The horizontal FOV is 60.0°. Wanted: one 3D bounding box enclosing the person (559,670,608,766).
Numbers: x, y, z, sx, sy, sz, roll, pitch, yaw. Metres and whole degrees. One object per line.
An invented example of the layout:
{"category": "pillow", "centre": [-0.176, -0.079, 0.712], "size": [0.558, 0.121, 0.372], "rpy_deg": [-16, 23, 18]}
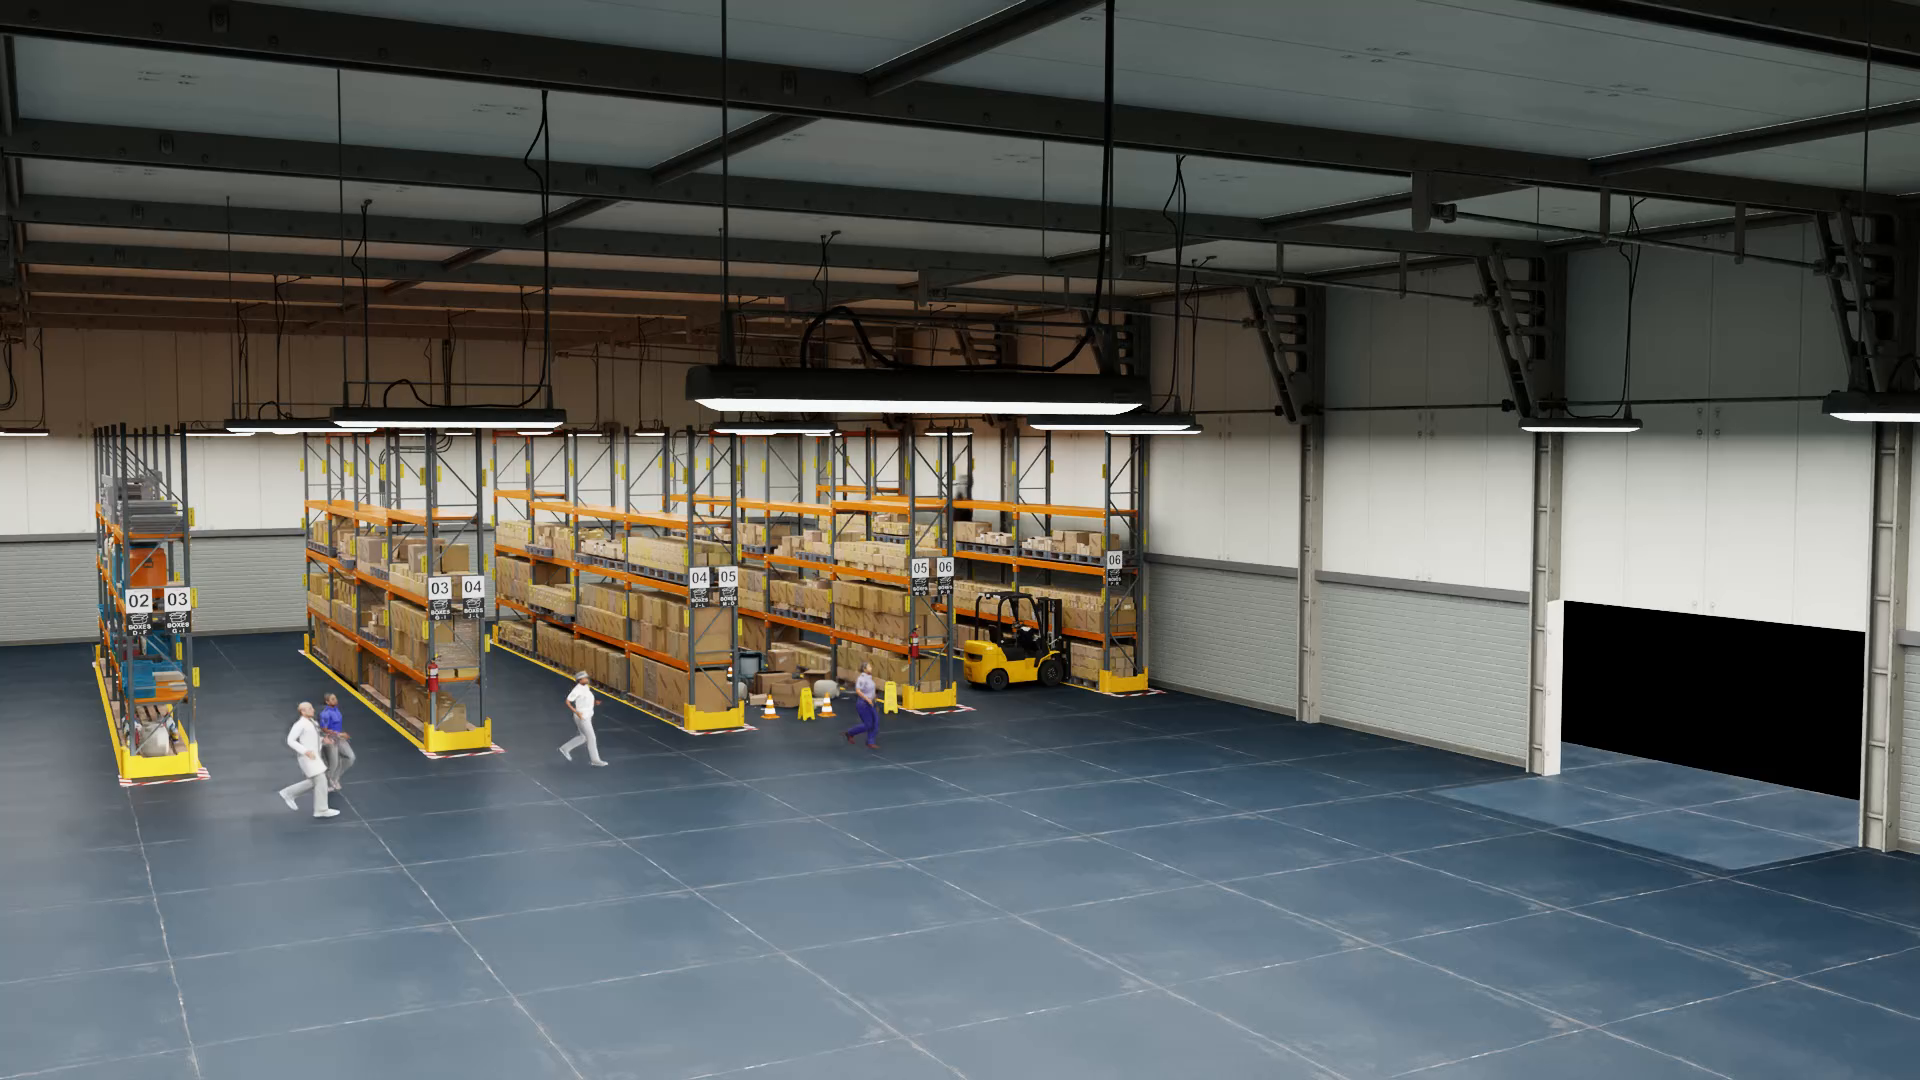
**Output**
{"category": "person", "centre": [-6.598, 3.102, 29.095], "size": [0.904, 1.676, 0.583], "rpy_deg": [0, 3, 7]}

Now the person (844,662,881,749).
{"category": "person", "centre": [-1.793, 3.063, 30.789], "size": [0.672, 1.624, 0.612], "rpy_deg": [1, 4, 13]}

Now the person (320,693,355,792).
{"category": "person", "centre": [-10.151, 3.274, 26.997], "size": [0.617, 1.614, 0.589], "rpy_deg": [0, 3, 6]}

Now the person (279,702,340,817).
{"category": "person", "centre": [-9.877, 3.322, 25.173], "size": [0.916, 1.747, 0.720], "rpy_deg": [0, 3, -4]}
